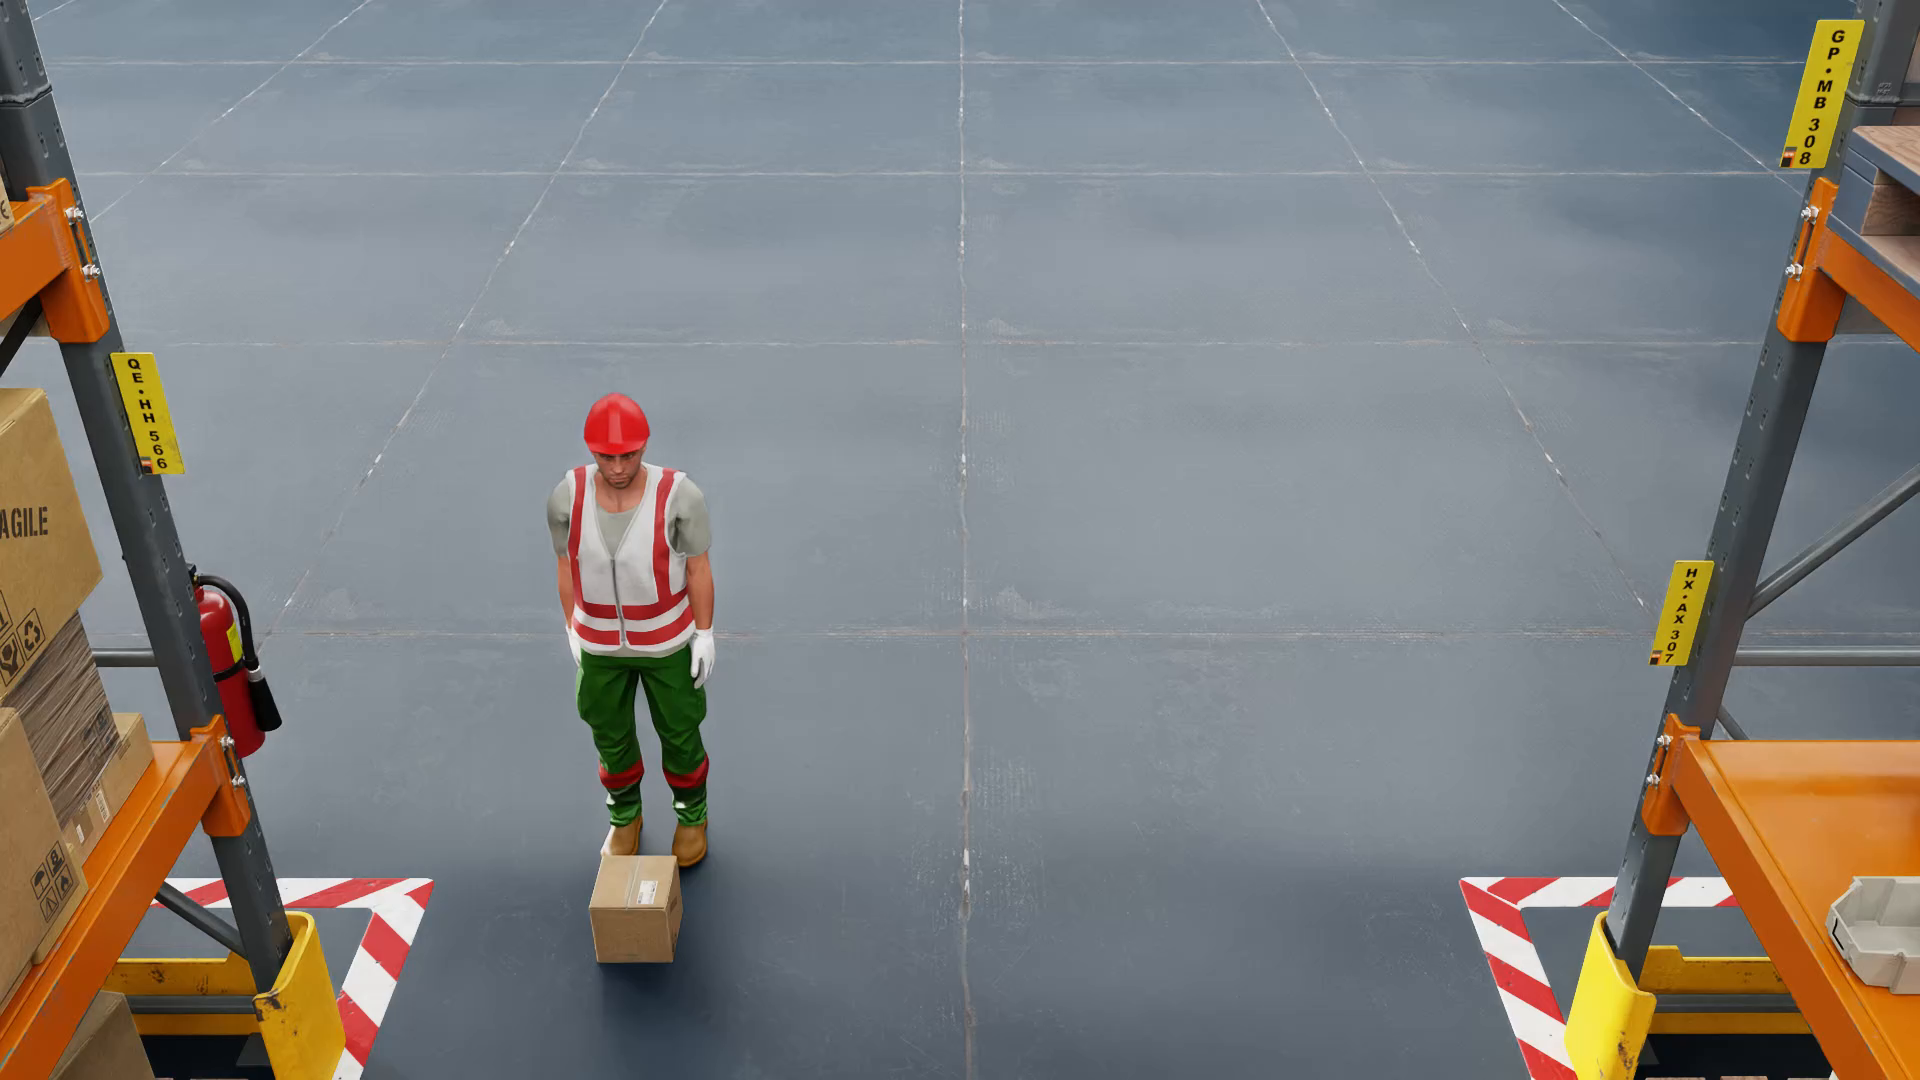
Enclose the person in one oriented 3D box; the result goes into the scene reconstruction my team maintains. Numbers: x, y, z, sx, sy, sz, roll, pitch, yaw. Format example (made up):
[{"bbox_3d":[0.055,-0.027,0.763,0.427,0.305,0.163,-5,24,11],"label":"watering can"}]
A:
[{"bbox_3d":[-1.075,0.327,5.575,0.524,1.783,0.343,1,31,1],"label":"person"}]
